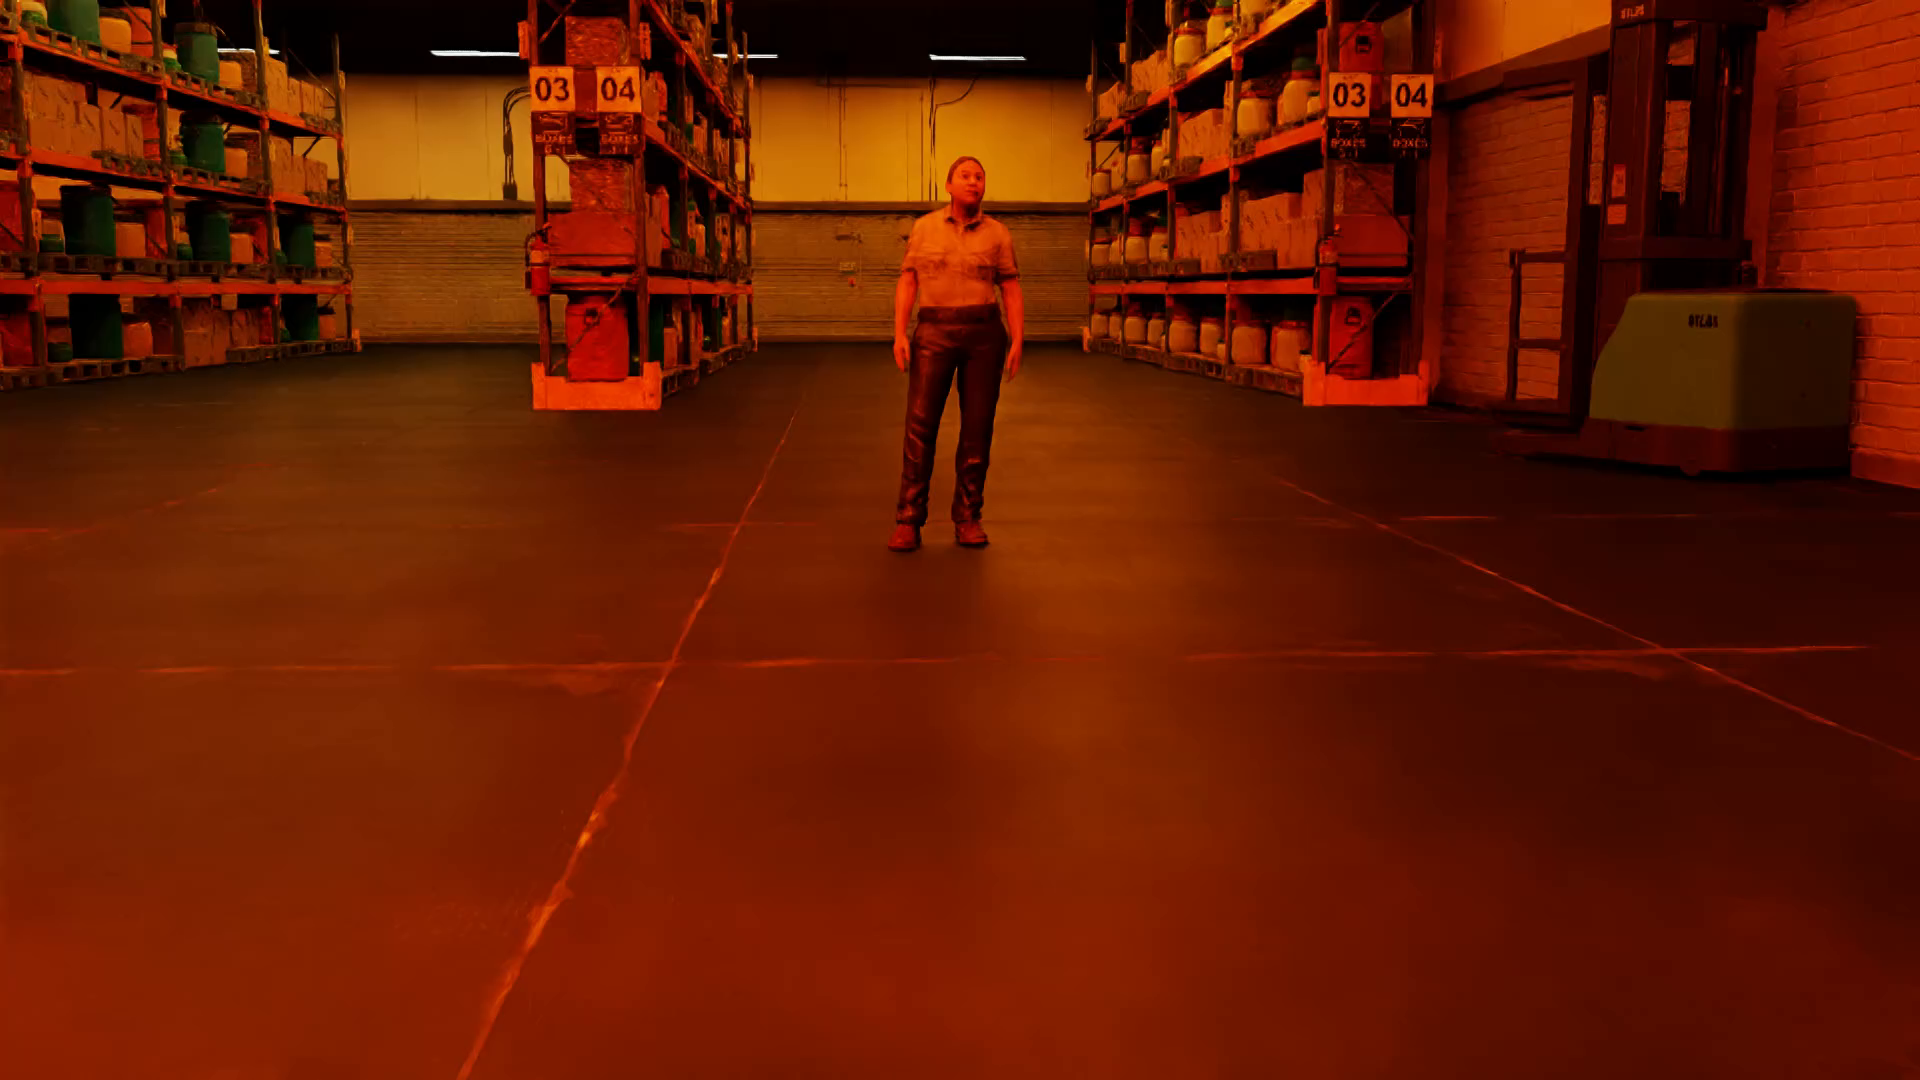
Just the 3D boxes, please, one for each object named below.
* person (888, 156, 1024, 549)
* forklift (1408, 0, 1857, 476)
[{"bbox_3d":[-0.017,-0.800,7.099,0.599,1.633,0.502,-1,8,-4],"label":"person"},{"bbox_3d":[4.194,-1.994,10.764,1.130,2.935,3.031,-4,9,-23],"label":"forklift"}]
